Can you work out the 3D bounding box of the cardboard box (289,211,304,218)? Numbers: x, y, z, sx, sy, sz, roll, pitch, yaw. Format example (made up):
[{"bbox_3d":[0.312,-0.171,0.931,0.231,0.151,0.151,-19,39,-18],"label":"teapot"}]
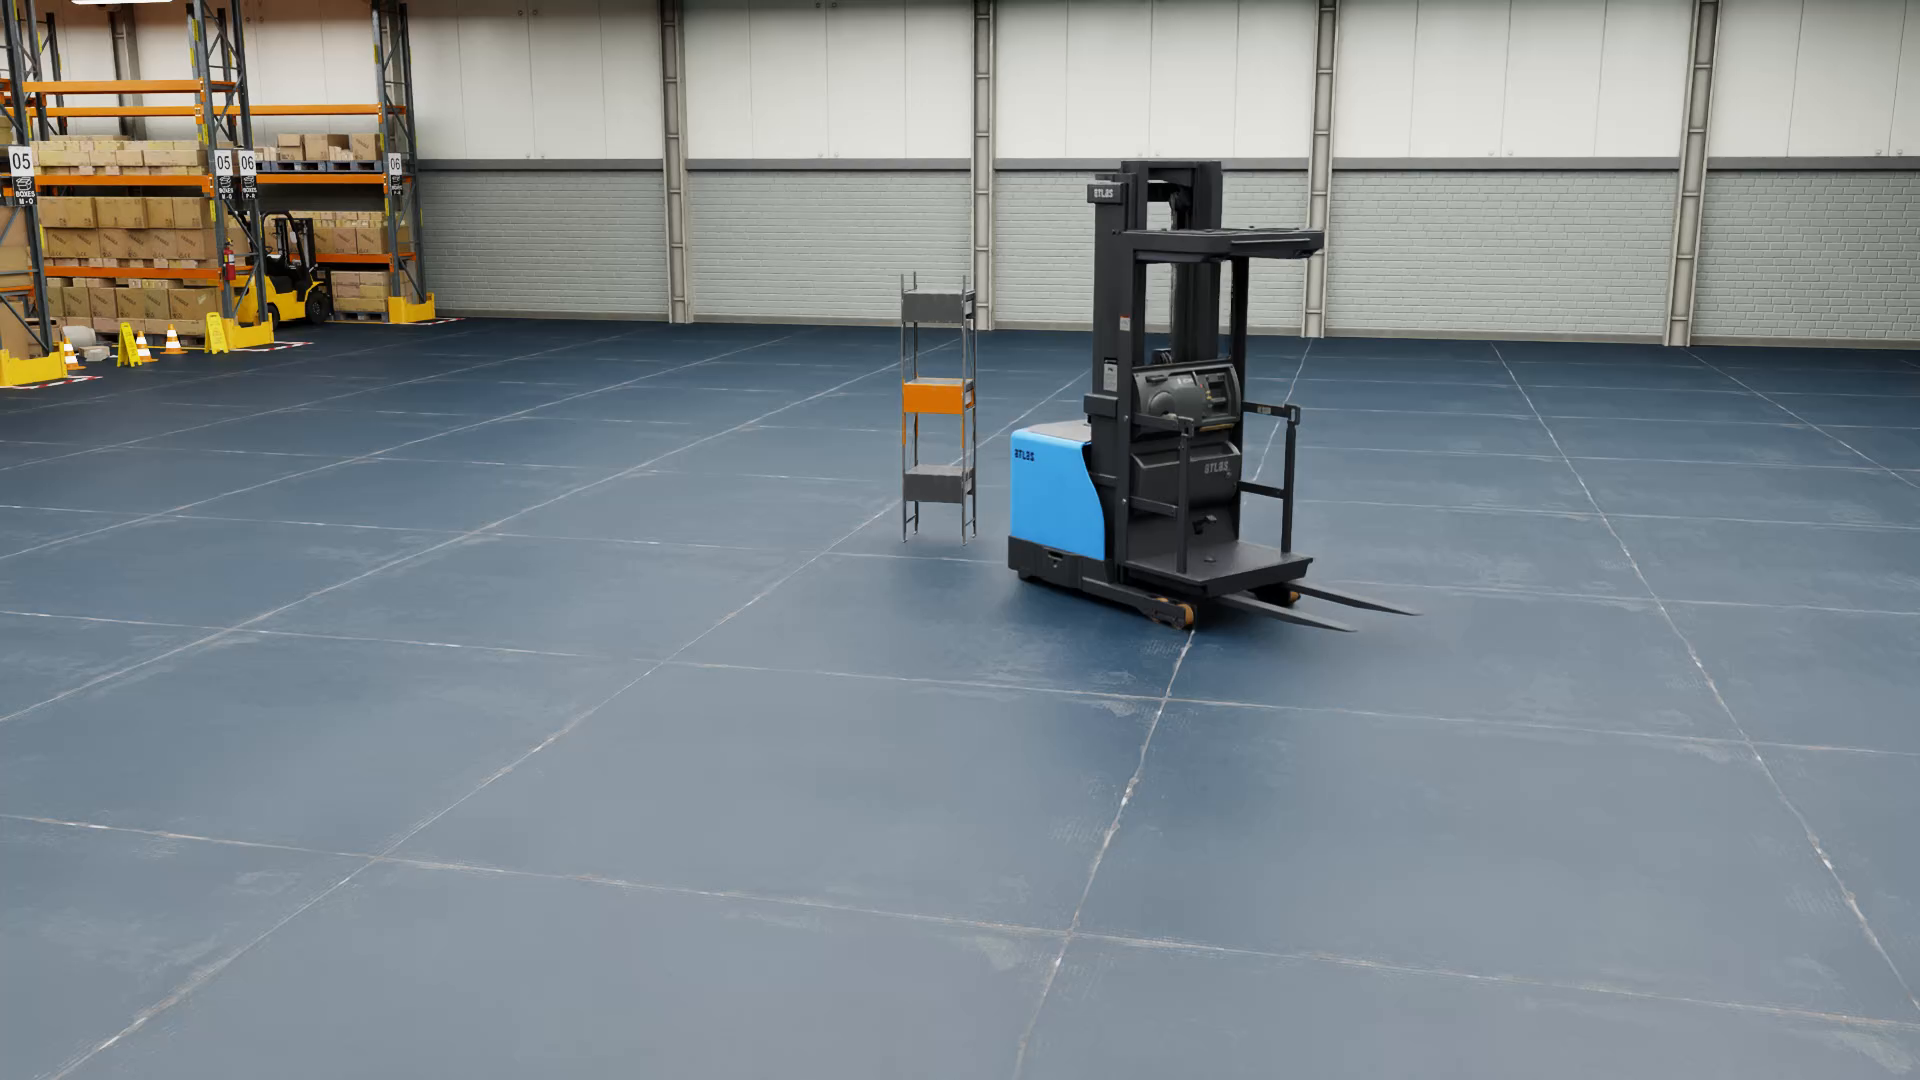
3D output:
[{"bbox_3d":[-12.895,-6.352,32.525,0.250,0.149,0.380,3,13,14],"label":"cardboard box"}]

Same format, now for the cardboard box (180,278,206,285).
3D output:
[{"bbox_3d":[-15.158,-5.050,33.585,0.625,0.625,0.875,4,13,16],"label":"cardboard box"}]

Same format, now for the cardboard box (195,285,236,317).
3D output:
[{"bbox_3d":[-12.691,-4.058,28.247,0.500,0.500,0.500,3,13,12],"label":"cardboard box"}]

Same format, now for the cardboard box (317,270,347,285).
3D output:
[{"bbox_3d":[-12.277,-5.131,32.505,0.500,0.250,0.500,3,13,14],"label":"cardboard box"}]

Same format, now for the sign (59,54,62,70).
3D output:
[{"bbox_3d":[-18.403,-9.767,33.956,0.005,0.325,0.100,3,13,14],"label":"sign"}]

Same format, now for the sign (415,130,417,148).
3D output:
[{"bbox_3d":[-10.627,-7.819,32.423,0.005,0.325,0.100,3,13,14],"label":"sign"}]

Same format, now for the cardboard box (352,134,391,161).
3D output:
[{"bbox_3d":[-11.254,-7.511,31.807,0.500,0.500,0.500,3,13,15],"label":"cardboard box"}]

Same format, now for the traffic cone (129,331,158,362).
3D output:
[{"bbox_3d":[-12.614,-2.990,25.642,0.334,0.463,0.336,3,13,14],"label":"traffic cone"}]

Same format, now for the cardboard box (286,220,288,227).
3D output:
[{"bbox_3d":[-13.167,-6.201,32.530,0.250,0.149,0.380,3,13,12],"label":"cardboard box"}]

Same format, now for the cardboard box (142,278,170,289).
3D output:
[{"bbox_3d":[-13.407,-4.279,27.746,0.250,0.149,0.380,3,13,14],"label":"cardboard box"}]

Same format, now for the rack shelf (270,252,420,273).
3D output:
[{"bbox_3d":[-12.707,-5.525,32.872,4.000,0.370,1.077,3,13,14],"label":"rack shelf"}]

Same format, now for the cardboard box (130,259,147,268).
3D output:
[{"bbox_3d":[-13.624,-4.632,27.765,0.250,0.149,0.380,3,13,13],"label":"cardboard box"}]

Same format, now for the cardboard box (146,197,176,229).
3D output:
[{"bbox_3d":[-12.989,-5.419,27.507,0.500,0.500,0.700,3,13,14],"label":"cardboard box"}]

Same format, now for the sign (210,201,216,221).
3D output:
[{"bbox_3d":[-12.104,-5.332,26.939,0.005,0.325,0.100,3,13,14],"label":"sign"}]

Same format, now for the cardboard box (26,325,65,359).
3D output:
[{"bbox_3d":[-14.263,-3.068,25.902,0.637,0.503,0.797,-6,14,-25],"label":"cardboard box"}]

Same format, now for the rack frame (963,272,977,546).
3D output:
[{"bbox_3d":[0.076,-1.021,12.988,0.015,2.100,0.400,3,13,14],"label":"rack frame"}]

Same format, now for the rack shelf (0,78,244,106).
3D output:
[{"bbox_3d":[-13.893,-7.408,27.517,4.000,0.370,1.077,3,13,14],"label":"rack shelf"}]

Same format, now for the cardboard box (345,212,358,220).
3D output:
[{"bbox_3d":[-11.671,-6.271,32.161,0.250,0.149,0.380,3,13,15],"label":"cardboard box"}]

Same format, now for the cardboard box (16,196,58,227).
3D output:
[{"bbox_3d":[-15.459,-5.550,28.096,0.500,0.500,0.700,3,13,13],"label":"cardboard box"}]

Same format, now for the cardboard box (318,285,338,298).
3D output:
[{"bbox_3d":[-12.304,-4.889,32.570,0.500,0.250,0.500,3,13,12],"label":"cardboard box"}]

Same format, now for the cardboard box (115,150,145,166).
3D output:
[{"bbox_3d":[-13.505,-6.287,27.380,0.500,0.250,0.500,3,13,15],"label":"cardboard box"}]

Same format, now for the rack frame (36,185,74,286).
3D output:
[{"bbox_3d":[-18.533,-6.188,34.197,0.127,3.000,1.000,3,13,14],"label":"rack frame"}]

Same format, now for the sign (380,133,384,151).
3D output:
[{"bbox_3d":[-10.909,-7.517,31.403,0.005,0.325,0.100,3,13,14],"label":"sign"}]

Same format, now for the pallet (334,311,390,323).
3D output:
[{"bbox_3d":[-11.518,-4.442,32.767,1.213,0.211,1.003,3,13,14],"label":"pallet"}]

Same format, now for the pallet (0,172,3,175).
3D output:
[{"bbox_3d":[-16.409,-6.363,28.497,1.003,0.211,1.213,3,13,14],"label":"pallet"}]

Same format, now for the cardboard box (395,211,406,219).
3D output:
[{"bbox_3d":[-11.040,-6.345,32.494,0.250,0.149,0.380,3,13,12],"label":"cardboard box"}]

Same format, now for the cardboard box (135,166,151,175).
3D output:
[{"bbox_3d":[-13.347,-6.087,27.398,0.250,0.149,0.380,3,13,13],"label":"cardboard box"}]

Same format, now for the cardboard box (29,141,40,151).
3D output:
[{"bbox_3d":[-15.348,-6.575,27.756,0.250,0.149,0.380,3,13,15],"label":"cardboard box"}]

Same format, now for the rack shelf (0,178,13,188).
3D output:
[{"bbox_3d":[-14.981,-4.899,23.126,4.000,0.370,1.077,3,13,14],"label":"rack shelf"}]

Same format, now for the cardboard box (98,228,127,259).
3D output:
[{"bbox_3d":[-14.002,-4.977,27.822,0.500,0.500,0.500,3,13,14],"label":"cardboard box"}]

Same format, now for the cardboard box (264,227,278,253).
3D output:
[{"bbox_3d":[-13.279,-5.901,32.676,0.500,0.500,0.500,3,13,13],"label":"cardboard box"}]

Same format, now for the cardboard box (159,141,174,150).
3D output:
[{"bbox_3d":[-12.844,-6.446,27.175,0.250,0.149,0.380,3,13,13],"label":"cardboard box"}]

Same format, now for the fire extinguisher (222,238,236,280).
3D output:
[{"bbox_3d":[-11.950,-4.588,27.165,0.183,0.674,0.296,3,13,14],"label":"fire extinguisher"}]

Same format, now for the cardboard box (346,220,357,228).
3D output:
[{"bbox_3d":[-11.662,-6.130,32.211,0.250,0.149,0.380,3,13,15],"label":"cardboard box"}]

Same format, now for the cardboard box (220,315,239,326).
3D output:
[{"bbox_3d":[-12.668,-3.691,28.324,0.500,0.250,0.500,3,13,13],"label":"cardboard box"}]

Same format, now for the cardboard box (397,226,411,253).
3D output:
[{"bbox_3d":[-11.180,-5.905,32.694,0.500,0.500,0.500,3,13,15],"label":"cardboard box"}]

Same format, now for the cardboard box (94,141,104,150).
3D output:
[{"bbox_3d":[-14.078,-6.519,27.504,0.250,0.149,0.380,3,13,15],"label":"cardboard box"}]

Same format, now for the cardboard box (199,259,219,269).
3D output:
[{"bbox_3d":[-12.366,-4.580,27.532,0.250,0.149,0.380,4,13,15],"label":"cardboard box"}]

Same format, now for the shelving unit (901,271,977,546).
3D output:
[{"bbox_3d":[-0.161,-1.034,13.045,0.503,2.100,0.431,3,13,14],"label":"shelving unit"}]

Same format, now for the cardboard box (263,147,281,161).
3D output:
[{"bbox_3d":[-13.281,-7.492,32.260,0.258,0.266,0.396,3,13,12],"label":"cardboard box"}]

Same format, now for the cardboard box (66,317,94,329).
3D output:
[{"bbox_3d":[-14.806,-3.686,28.300,0.500,0.250,0.500,4,13,17],"label":"cardboard box"}]

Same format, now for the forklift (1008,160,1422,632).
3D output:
[{"bbox_3d":[1.643,-0.979,10.880,1.130,2.935,3.031,-9,16,-37],"label":"forklift"}]

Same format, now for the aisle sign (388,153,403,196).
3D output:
[{"bbox_3d":[-10.772,-6.976,31.751,0.004,0.787,0.394,3,13,14],"label":"aisle sign"}]

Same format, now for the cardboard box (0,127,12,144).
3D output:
[{"bbox_3d":[-13.446,-5.551,22.864,0.500,0.250,0.500,3,13,13],"label":"cardboard box"}]

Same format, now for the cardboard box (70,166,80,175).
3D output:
[{"bbox_3d":[-14.593,-6.157,27.716,0.250,0.149,0.380,3,13,12],"label":"cardboard box"}]

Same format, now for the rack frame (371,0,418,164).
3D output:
[{"bbox_3d":[-10.766,-8.701,31.676,0.127,3.000,1.000,3,13,14],"label":"rack frame"}]

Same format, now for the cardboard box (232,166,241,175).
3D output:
[{"bbox_3d":[-12.195,-6.156,27.708,0.250,0.149,0.380,3,13,14],"label":"cardboard box"}]

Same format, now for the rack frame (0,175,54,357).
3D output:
[{"bbox_3d":[-13.039,-3.682,22.905,0.127,3.000,1.000,3,13,14],"label":"rack frame"}]

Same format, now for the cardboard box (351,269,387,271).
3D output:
[{"bbox_3d":[-11.673,-5.213,32.875,0.500,0.250,0.500,3,13,14],"label":"cardboard box"}]

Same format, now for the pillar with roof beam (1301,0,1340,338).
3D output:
[{"bbox_3d":[5.219,-7.087,24.403,0.400,9.000,9.100,3,13,14],"label":"pillar with roof beam"}]

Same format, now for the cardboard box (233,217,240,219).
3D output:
[{"bbox_3d":[-14.131,-6.421,32.834,0.250,0.149,0.380,3,13,14],"label":"cardboard box"}]

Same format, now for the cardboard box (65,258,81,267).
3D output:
[{"bbox_3d":[-14.851,-4.700,28.072,0.250,0.149,0.380,3,13,15],"label":"cardboard box"}]

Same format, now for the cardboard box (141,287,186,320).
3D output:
[{"bbox_3d":[-13.299,-3.970,27.851,0.500,0.500,0.500,4,13,16],"label":"cardboard box"}]

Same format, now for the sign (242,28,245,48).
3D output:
[{"bbox_3d":[-11.821,-8.266,27.375,0.005,0.325,0.100,3,13,14],"label":"sign"}]
